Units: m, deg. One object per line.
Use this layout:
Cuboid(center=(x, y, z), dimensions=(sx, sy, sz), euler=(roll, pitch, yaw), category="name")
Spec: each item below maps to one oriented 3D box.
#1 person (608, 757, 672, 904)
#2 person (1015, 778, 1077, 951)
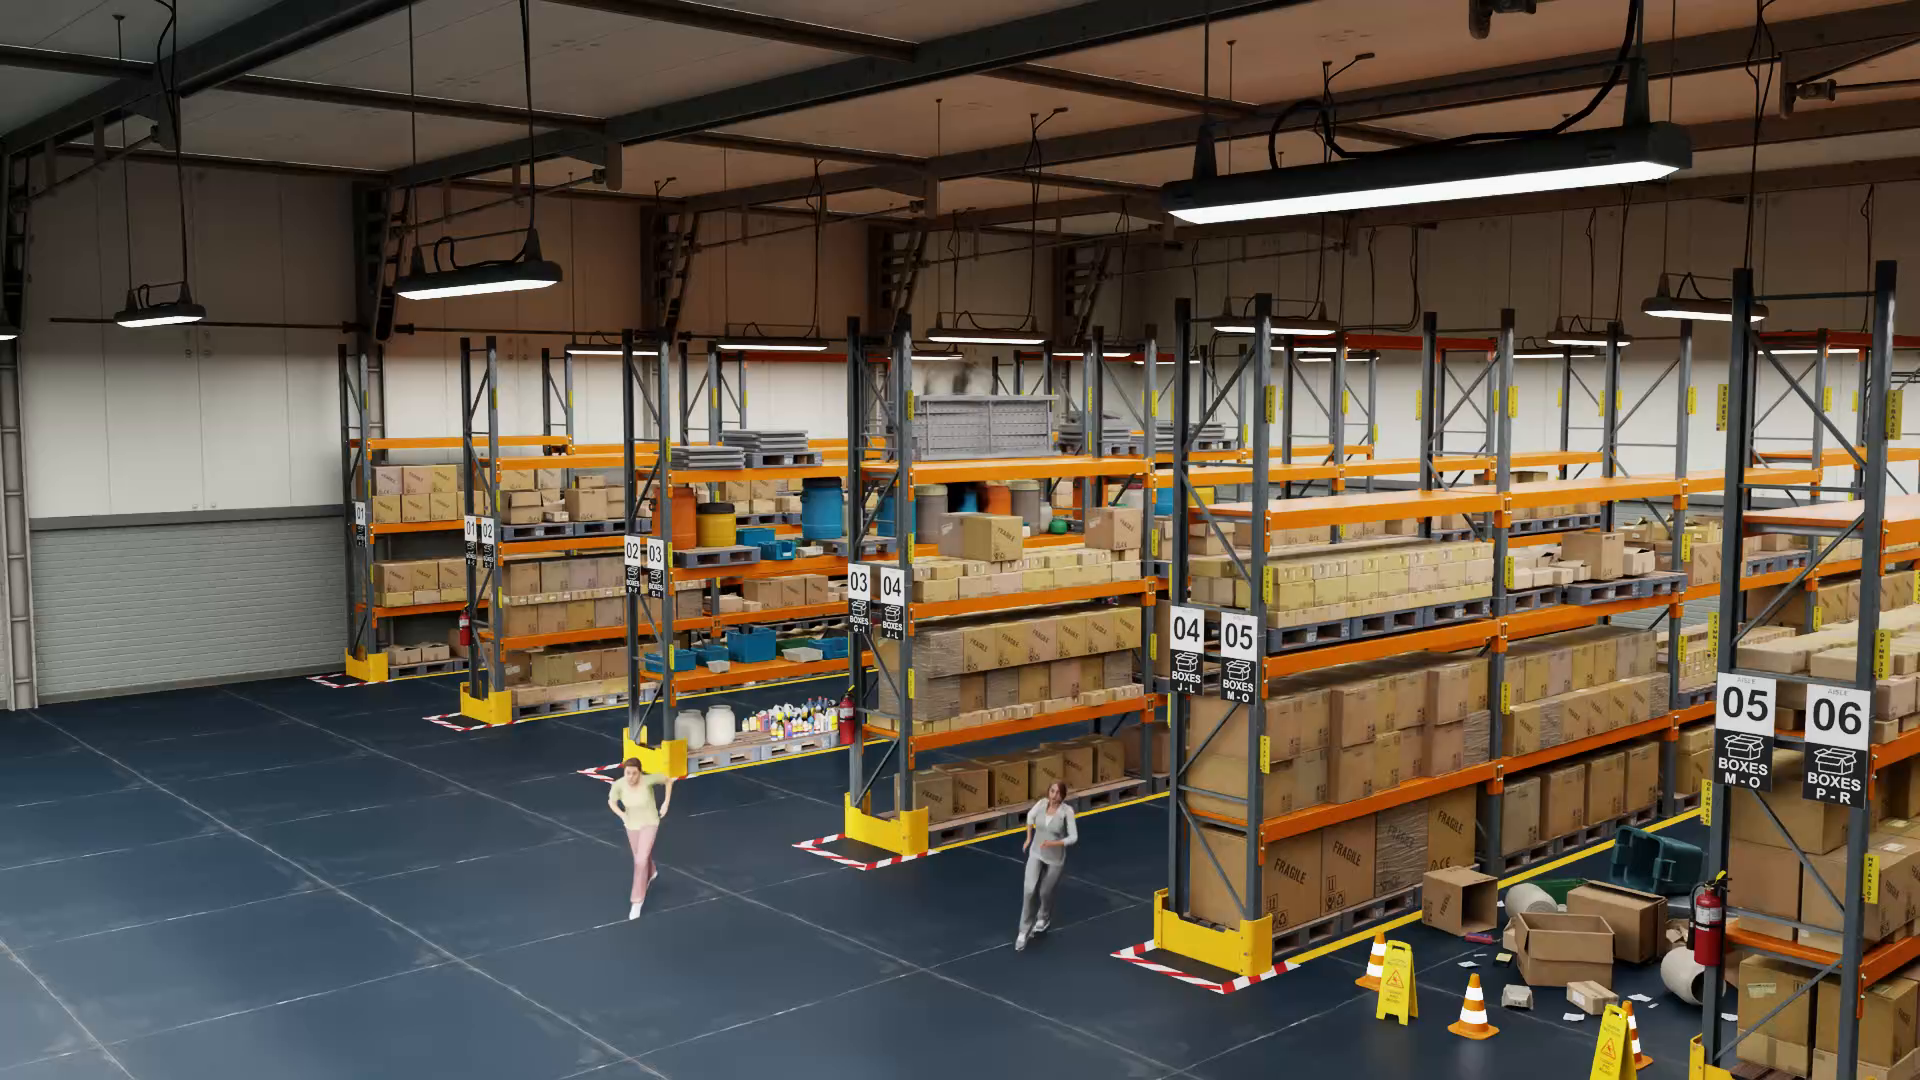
Cuboid(center=(-3.183, 2.826, 16.681), dimensions=(0.619, 1.463, 0.928), euler=(0, 5, 0), category="person")
Cuboid(center=(0.843, 2.990, 15.542), dimensions=(0.548, 1.578, 0.682), euler=(1, 5, 16), category="person")
